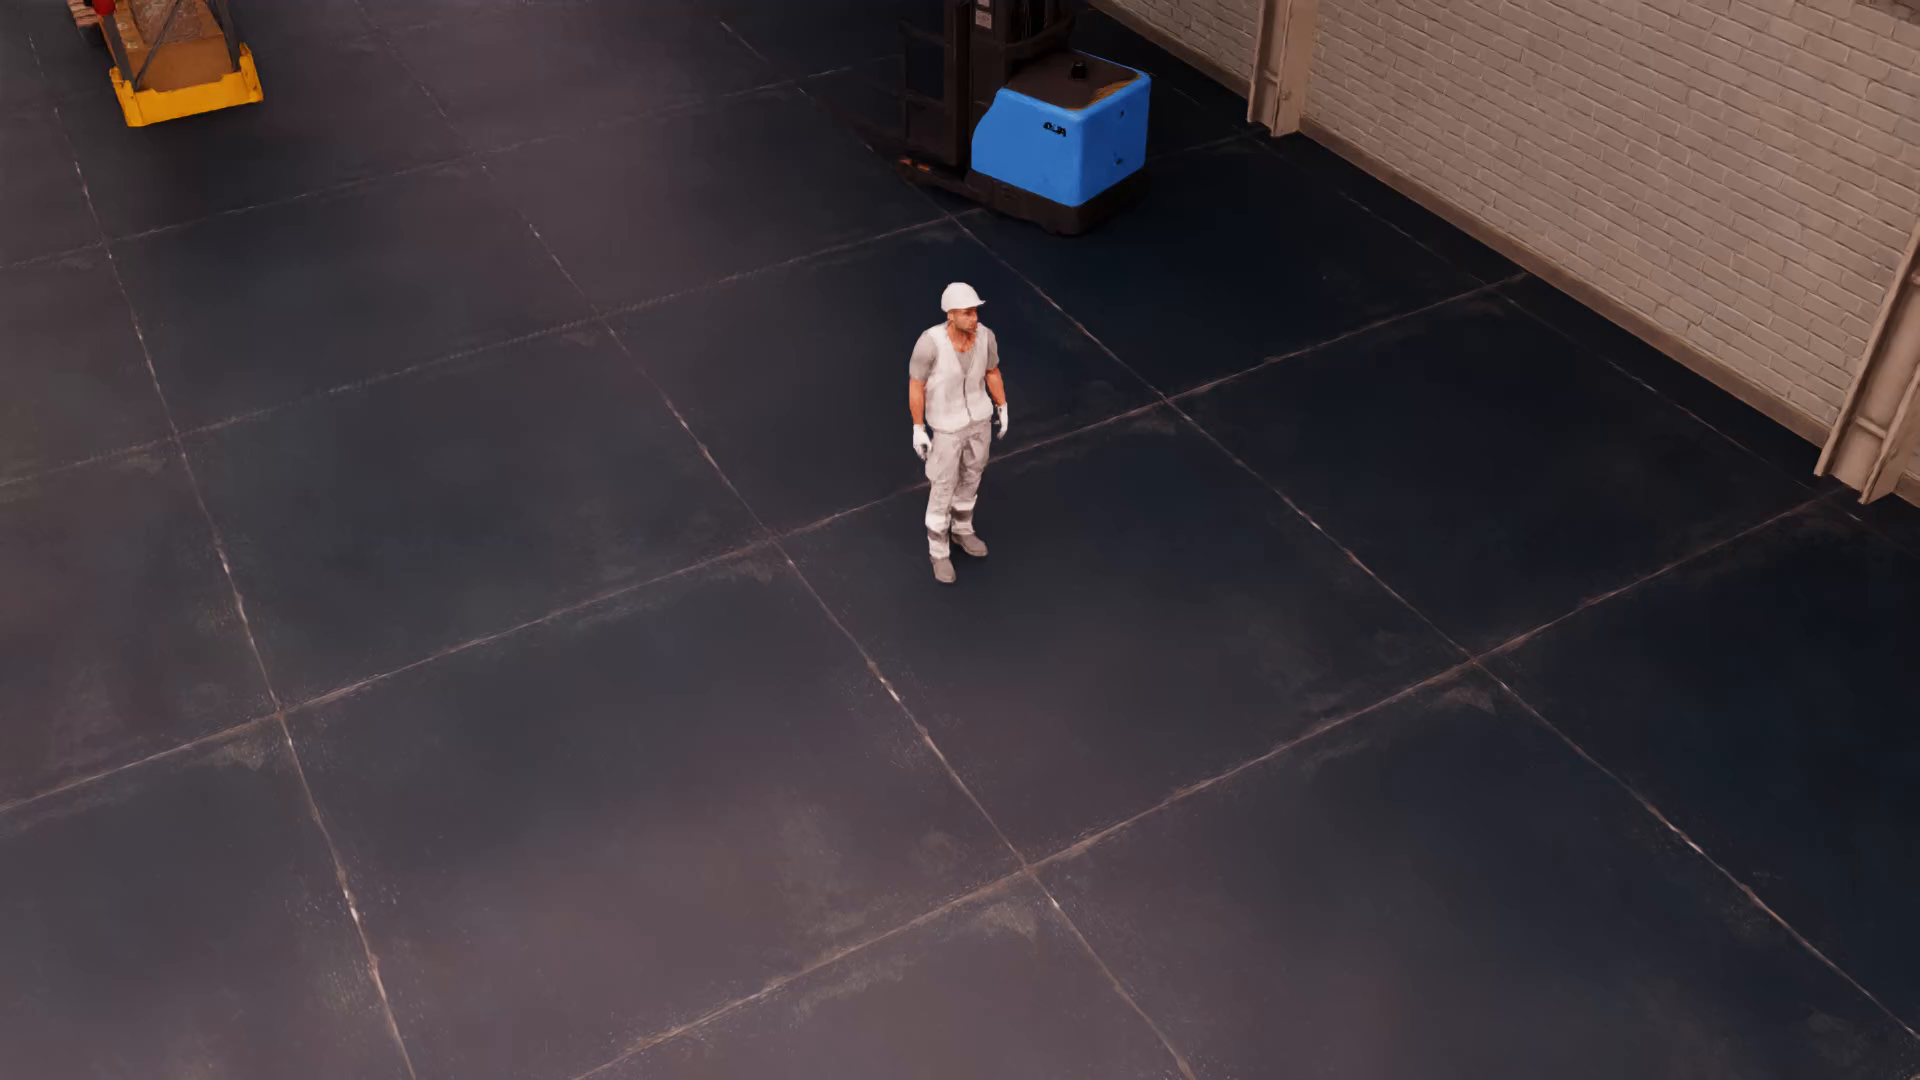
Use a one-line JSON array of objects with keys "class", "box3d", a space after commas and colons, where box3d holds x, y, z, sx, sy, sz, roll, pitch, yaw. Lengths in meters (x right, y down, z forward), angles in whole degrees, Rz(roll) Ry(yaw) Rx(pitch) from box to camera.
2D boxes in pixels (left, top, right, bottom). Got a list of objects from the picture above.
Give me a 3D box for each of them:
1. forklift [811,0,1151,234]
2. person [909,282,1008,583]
[{"class": "forklift", "box3d": [0.067, -4.334, 13.261, 3.031, 2.935, 1.130, 28, 47, 30]}, {"class": "person", "box3d": [0.031, -0.646, 9.699, 0.637, 1.787, 0.563, -20, 44, -23]}]
